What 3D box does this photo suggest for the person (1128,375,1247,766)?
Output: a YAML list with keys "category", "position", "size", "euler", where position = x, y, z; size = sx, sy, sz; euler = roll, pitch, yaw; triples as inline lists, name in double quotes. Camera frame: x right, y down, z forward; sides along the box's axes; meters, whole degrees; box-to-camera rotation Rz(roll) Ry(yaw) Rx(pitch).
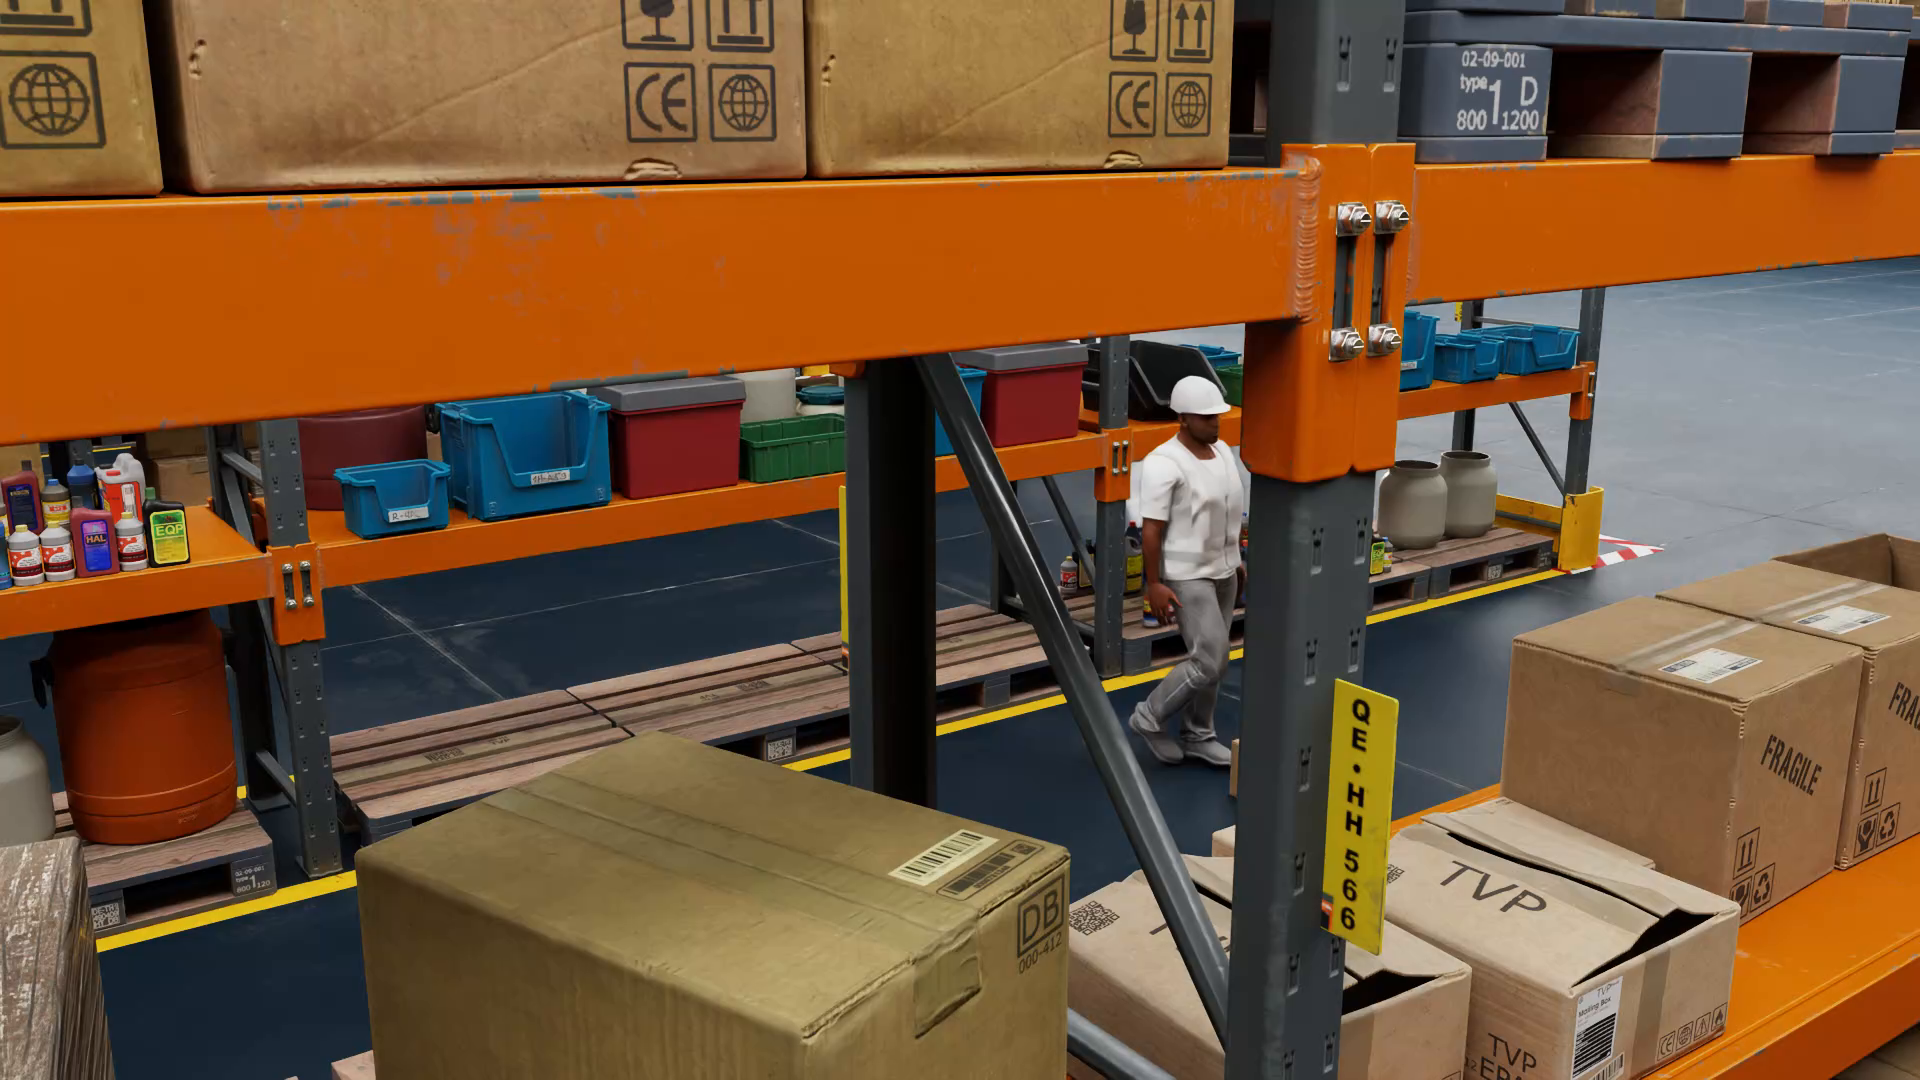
- category: "person"
  position: [1.060, 0.150, 7.344]
  size: [0.467, 1.765, 0.590]
  euler: [12, 19, 40]
